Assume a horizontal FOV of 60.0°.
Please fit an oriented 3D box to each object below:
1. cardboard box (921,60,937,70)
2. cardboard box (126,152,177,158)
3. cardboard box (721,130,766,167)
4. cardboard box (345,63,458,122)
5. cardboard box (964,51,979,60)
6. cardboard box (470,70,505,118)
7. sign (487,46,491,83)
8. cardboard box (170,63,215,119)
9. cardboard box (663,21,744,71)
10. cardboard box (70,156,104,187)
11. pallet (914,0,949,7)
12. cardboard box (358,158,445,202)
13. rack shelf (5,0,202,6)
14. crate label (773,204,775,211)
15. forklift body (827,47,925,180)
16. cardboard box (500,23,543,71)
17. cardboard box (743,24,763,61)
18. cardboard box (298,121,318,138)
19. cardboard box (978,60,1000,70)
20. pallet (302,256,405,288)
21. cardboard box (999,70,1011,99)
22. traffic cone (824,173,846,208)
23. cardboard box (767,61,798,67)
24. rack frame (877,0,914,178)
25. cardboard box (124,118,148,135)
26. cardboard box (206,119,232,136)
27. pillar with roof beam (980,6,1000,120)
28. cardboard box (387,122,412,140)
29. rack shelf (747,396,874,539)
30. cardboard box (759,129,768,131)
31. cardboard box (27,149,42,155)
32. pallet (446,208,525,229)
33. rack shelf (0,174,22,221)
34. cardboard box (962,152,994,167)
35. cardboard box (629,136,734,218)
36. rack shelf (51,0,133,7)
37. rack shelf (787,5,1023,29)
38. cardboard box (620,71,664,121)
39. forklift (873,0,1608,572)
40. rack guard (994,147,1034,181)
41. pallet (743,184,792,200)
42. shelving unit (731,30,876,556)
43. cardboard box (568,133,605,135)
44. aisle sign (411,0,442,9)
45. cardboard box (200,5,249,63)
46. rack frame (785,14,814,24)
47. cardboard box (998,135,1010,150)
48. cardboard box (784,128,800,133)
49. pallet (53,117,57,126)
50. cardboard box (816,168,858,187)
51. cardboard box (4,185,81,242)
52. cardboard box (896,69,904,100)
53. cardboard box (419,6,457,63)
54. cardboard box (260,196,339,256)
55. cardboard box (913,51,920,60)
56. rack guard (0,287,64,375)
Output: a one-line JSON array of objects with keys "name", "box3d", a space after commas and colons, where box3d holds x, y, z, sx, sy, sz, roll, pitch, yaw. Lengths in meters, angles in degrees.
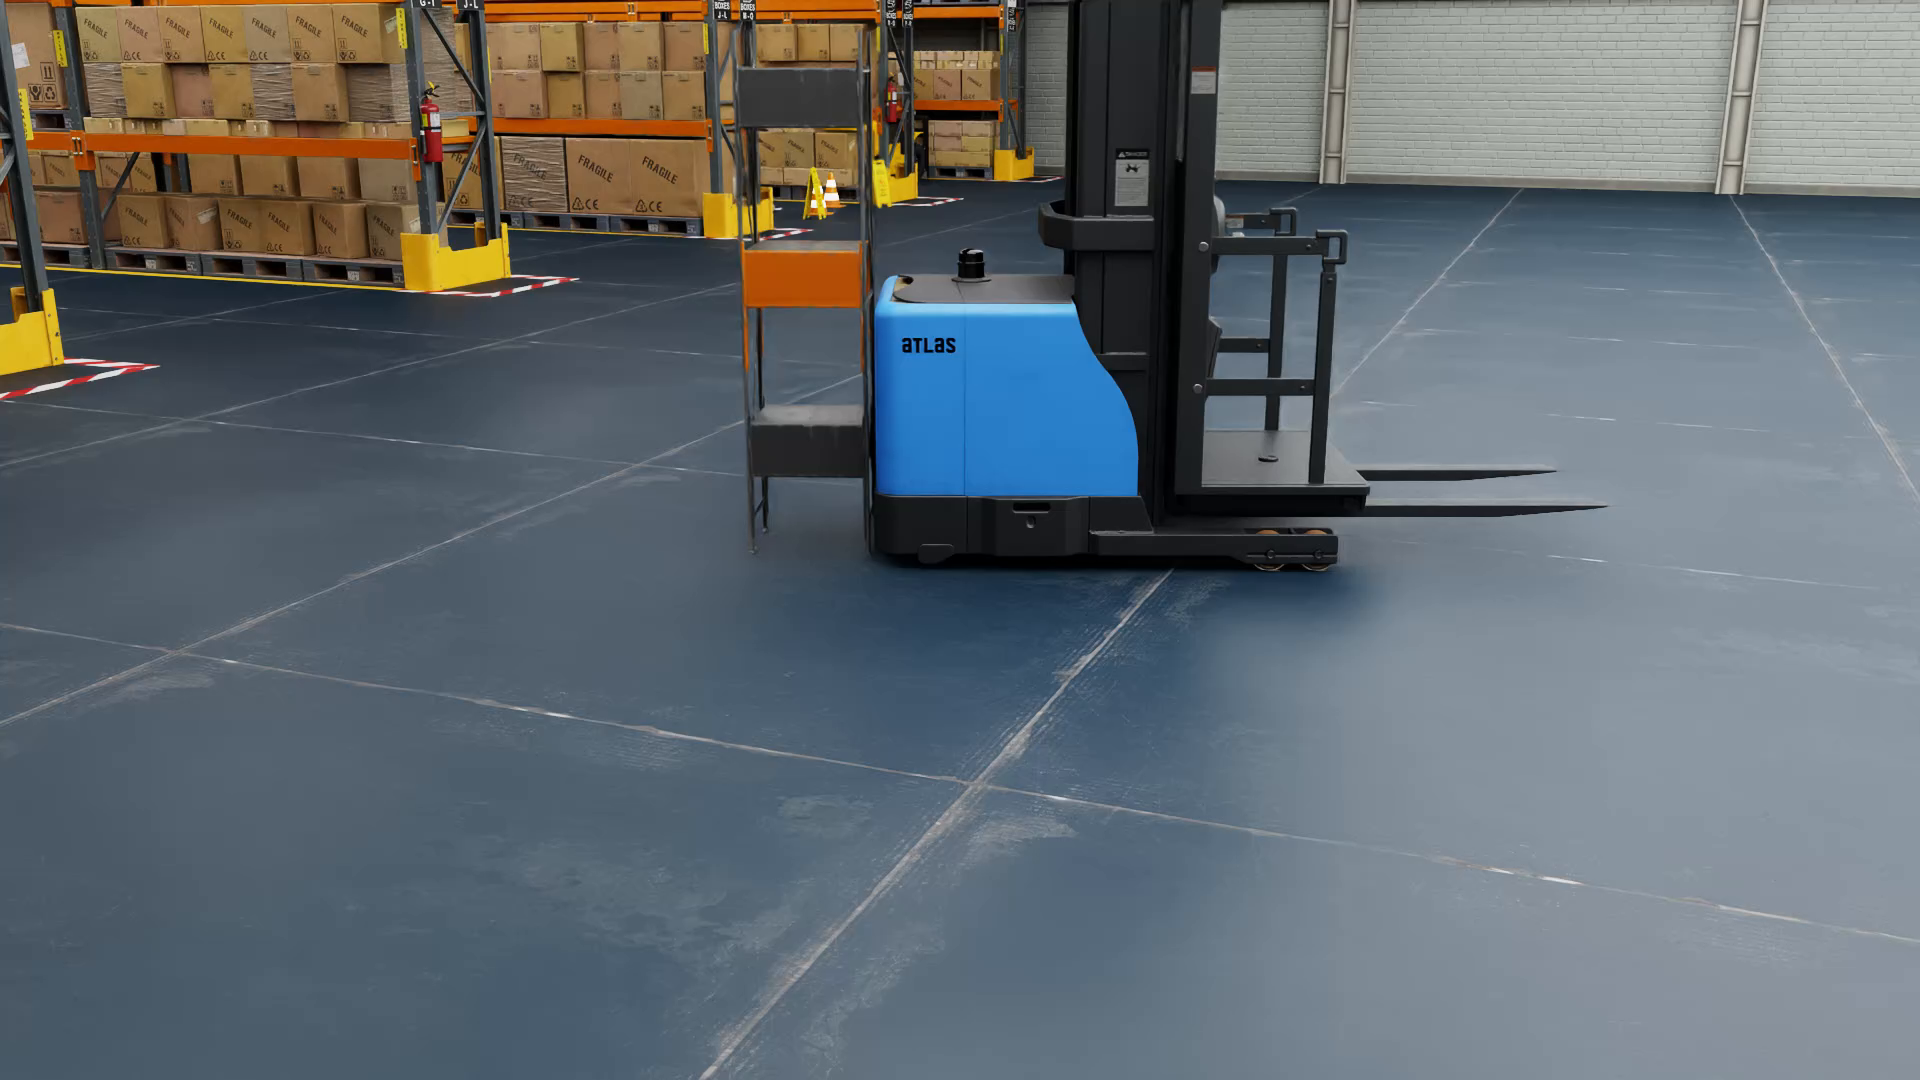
[{"name": "cardboard box", "box3d": [-0.478, -8.090, 28.316, 0.250, 0.149, 0.380, 6, 17, 19]}, {"name": "cardboard box", "box3d": [-10.807, -5.263, 22.307, 0.500, 0.250, 0.500, 6, 17, 19]}, {"name": "cardboard box", "box3d": [-3.198, -5.790, 24.572, 0.500, 0.500, 0.500, 7, 18, 24]}, {"name": "cardboard box", "box3d": [-5.048, -4.059, 15.063, 0.500, 0.500, 0.875, 6, 17, 21]}, {"name": "cardboard box", "box3d": [0.256, -8.164, 28.040, 0.250, 0.149, 0.380, 6, 17, 21]}, {"name": "cardboard box", "box3d": [-5.486, -5.477, 20.391, 0.550, 0.550, 0.875, 6, 17, 21]}, {"name": "sign", "box3d": [-4.348, -4.362, 15.264, 0.005, 0.325, 0.100, 6, 17, 21]}, {"name": "cardboard box", "box3d": [-6.918, -4.258, 15.747, 0.500, 0.500, 0.875, 6, 17, 21]}, {"name": "cardboard box", "box3d": [-2.964, -5.720, 19.290, 0.550, 0.550, 0.875, 6, 17, 21]}, {"name": "cardboard box", "box3d": [-11.763, -5.004, 22.761, 0.500, 0.500, 0.500, 5, 17, 18]}, {"name": "pallet", "box3d": [-0.880, -9.264, 28.484, 1.213, 0.211, 1.003, 6, 17, 21]}, {"name": "cardboard box", "box3d": [-6.964, -4.652, 21.099, 0.750, 0.750, 1.050, 6, 17, 20]}, {"name": "rack shelf", "box3d": [-11.935, -7.199, 22.501, 4.000, 0.370, 1.077, 6, 17, 21]}, {"name": "crate label", "box3d": [-2.629, -4.452, 22.262, 0.298, 0.136, 0.250, -2, 16, -8]}, {"name": "forklift body", "box3d": [-1.526, -6.976, 27.346, 1.214, 2.155, 2.313, 6, 17, 21]}, {"name": "cardboard box", "box3d": [-5.017, -5.917, 19.970, 0.550, 0.550, 0.875, 6, 17, 21]}, {"name": "cardboard box", "box3d": [-2.859, -7.208, 24.116, 0.500, 0.500, 0.700, 6, 17, 20]}, {"name": "cardboard box", "box3d": [-5.816, -3.764, 15.209, 0.250, 0.149, 0.380, 6, 17, 21]}, {"name": "cardboard box", "box3d": [0.482, -7.985, 27.957, 0.250, 0.149, 0.380, 7, 17, 21]}, {"name": "pallet", "box3d": [-5.360, -2.566, 15.634, 1.213, 0.211, 1.003, 6, 17, 21]}, {"name": "cardboard box", "box3d": [0.548, -7.834, 28.598, 0.500, 0.500, 0.500, 7, 18, 22]}, {"name": "traffic cone", "box3d": [-1.784, -4.866, 23.106, 0.334, 0.463, 0.336, 6, 17, 21]}, {"name": "cardboard box", "box3d": [-2.445, -6.655, 24.003, 0.500, 0.500, 0.500, 6, 17, 20]}, {"name": "rack frame", "box3d": [-0.911, -6.375, 23.753, 0.127, 3.000, 1.000, 6, 17, 21]}, {"name": "cardboard box", "box3d": [-7.708, -3.946, 15.837, 0.250, 0.149, 0.380, 6, 17, 21]}, {"name": "cardboard box", "box3d": [-6.778, -3.844, 15.484, 0.250, 0.149, 0.380, 6, 17, 21]}, {"name": "pillar with roof beam", "box3d": [-0.989, -9.732, 24.557, 0.400, 9.000, 9.100, 6, 17, 21]}, {"name": "cardboard box", "box3d": [-4.888, -3.660, 14.851, 0.250, 0.149, 0.380, 6, 17, 21]}, {"name": "rack shelf", "box3d": [-0.620, -0.313, 7.047, 0.480, 0.518, 0.431, 1, 16, 2]}, {"name": "cardboard box", "box3d": [-3.034, -5.931, 25.058, 0.500, 0.500, 0.500, 7, 18, 24]}, {"name": "cardboard box", "box3d": [-12.709, -5.472, 23.028, 0.500, 0.250, 0.500, 7, 18, 22]}, {"name": "pallet", "box3d": [-5.675, -4.053, 20.756, 1.213, 0.211, 1.003, 6, 17, 21]}, {"name": "rack shelf", "box3d": [-8.225, -2.380, 11.280, 4.000, 0.370, 1.077, 6, 17, 21]}, {"name": "cardboard box", "box3d": [0.354, -6.510, 28.397, 0.500, 0.250, 0.500, 6, 17, 21]}, {"name": "cardboard box", "box3d": [-3.288, -4.315, 19.713, 0.875, 0.875, 0.875, 6, 17, 21]}, {"name": "rack shelf", "box3d": [-10.128, -5.514, 16.697, 4.000, 0.370, 1.077, 6, 17, 21]}, {"name": "rack shelf", "box3d": [-0.953, -8.963, 28.576, 4.000, 0.370, 1.077, 6, 17, 21]}, {"name": "cardboard box", "box3d": [-3.514, -5.230, 19.539, 0.550, 0.550, 0.875, 6, 17, 21]}, {"name": "forklift", "box3d": [1.163, -1.428, 6.837, 3.031, 2.935, 1.130, 0, 16, 0]}, {"name": "rack guard", "box3d": [0.929, -6.460, 28.529, 0.348, 0.500, 1.175, 6, 17, 21]}, {"name": "pallet", "box3d": [-2.855, -5.261, 24.918, 1.213, 0.211, 1.003, 6, 17, 21]}, {"name": "shelving unit", "box3d": [-0.620, -0.999, 6.848, 0.503, 2.100, 0.431, 1, 16, 2]}, {"name": "cardboard box", "box3d": [-7.007, -7.470, 31.255, 0.500, 0.500, 0.500, 7, 18, 22]}, {"name": "aisle sign", "box3d": [-4.599, -4.969, 14.248, 0.004, 0.787, 0.394, 6, 17, 21]}, {"name": "cardboard box", "box3d": [-6.543, -4.623, 15.211, 0.500, 0.500, 0.500, 6, 17, 21]}, {"name": "rack frame", "box3d": [-2.814, -8.072, 29.599, 0.127, 3.000, 1.000, 6, 17, 21]}, {"name": "cardboard box", "box3d": [0.546, -6.886, 28.796, 0.500, 0.250, 0.500, 7, 17, 22]}, {"name": "cardboard box", "box3d": [-2.350, -5.989, 24.093, 0.250, 0.149, 0.380, 7, 17, 22]}, {"name": "pallet", "box3d": [-10.132, -4.339, 17.085, 1.213, 0.211, 1.003, 6, 17, 21]}, {"name": "cardboard box", "box3d": [-1.784, -5.272, 24.131, 0.500, 0.250, 0.500, 6, 17, 20]}, {"name": "cardboard box", "box3d": [-9.268, -3.347, 17.017, 0.500, 0.500, 0.700, 6, 17, 20]}, {"name": "cardboard box", "box3d": [-1.075, -7.850, 28.653, 0.500, 0.500, 0.500, 6, 17, 21]}, {"name": "cardboard box", "box3d": [-4.958, -4.603, 15.143, 0.500, 0.500, 0.500, 6, 17, 21]}, {"name": "cardboard box", "box3d": [-6.266, -2.996, 15.843, 0.500, 0.500, 0.500, 8, 18, 26]}, {"name": "cardboard box", "box3d": [-0.727, -8.252, 28.341, 0.250, 0.149, 0.380, 7, 17, 22]}, {"name": "rack guard", "box3d": [-6.452, -1.316, 10.809, 0.348, 0.500, 1.175, 6, 17, 21]}]
